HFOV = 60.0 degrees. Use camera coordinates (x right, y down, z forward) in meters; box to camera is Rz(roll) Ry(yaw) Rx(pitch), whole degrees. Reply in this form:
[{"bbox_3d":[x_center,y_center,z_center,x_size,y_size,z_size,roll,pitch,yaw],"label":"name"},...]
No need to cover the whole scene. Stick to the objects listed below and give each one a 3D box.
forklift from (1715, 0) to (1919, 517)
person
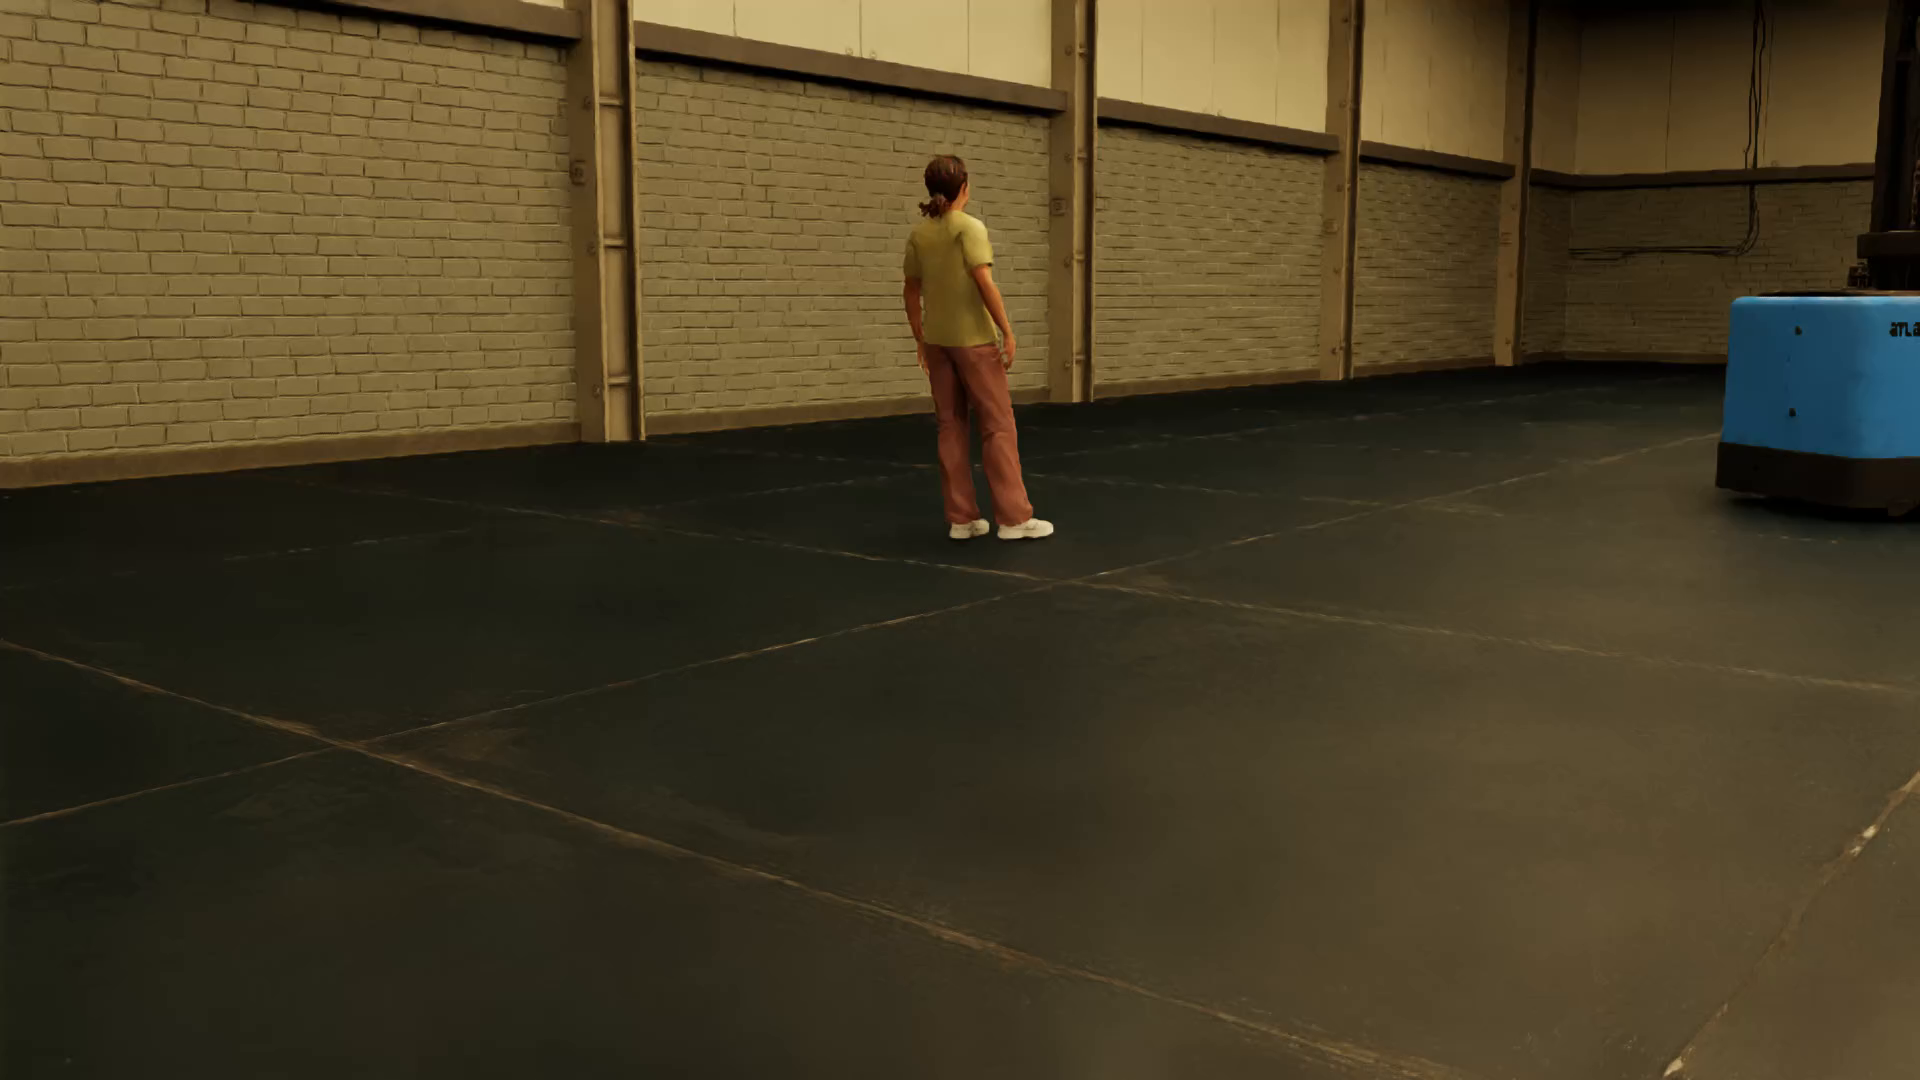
[{"bbox_3d":[5.593,-1.651,8.564,3.031,2.935,1.130,-2,9,-14],"label":"forklift"},{"bbox_3d":[0.055,-0.835,7.334,0.554,1.658,0.548,7,11,38],"label":"person"}]
